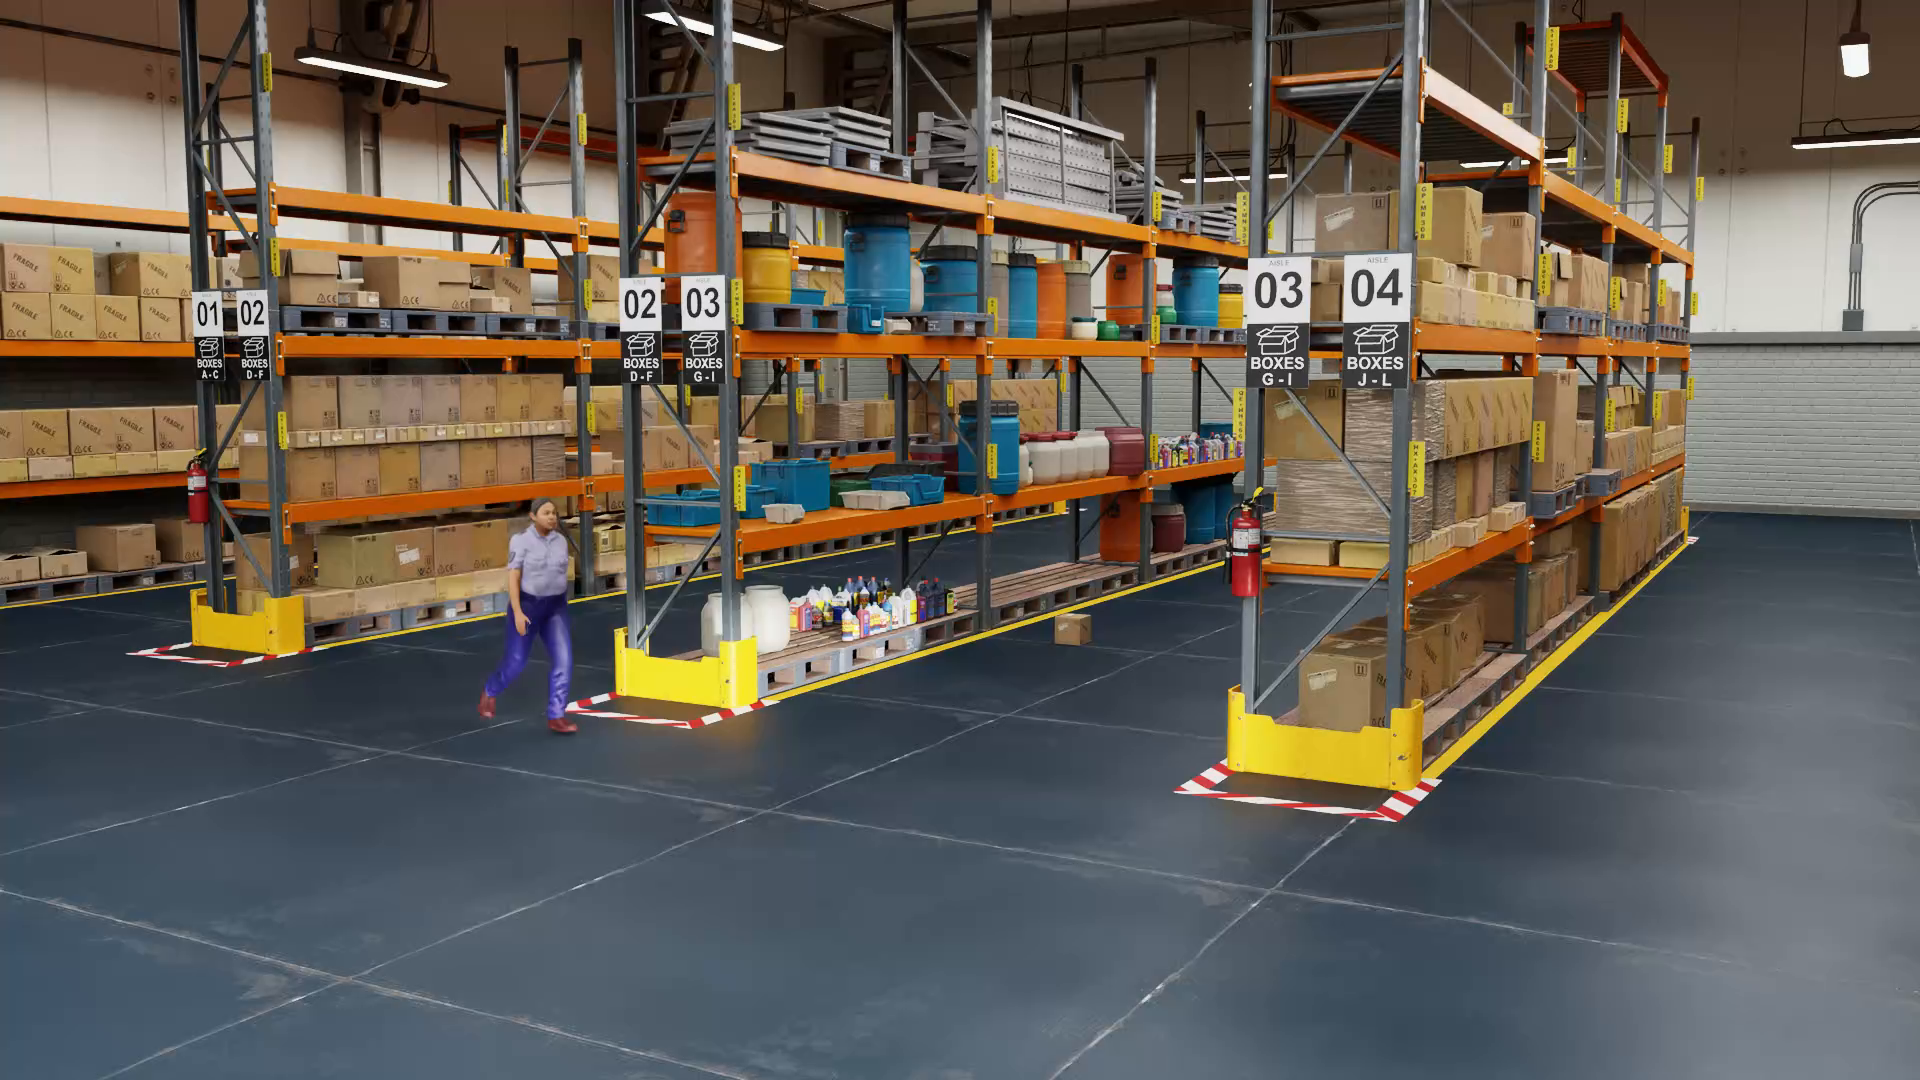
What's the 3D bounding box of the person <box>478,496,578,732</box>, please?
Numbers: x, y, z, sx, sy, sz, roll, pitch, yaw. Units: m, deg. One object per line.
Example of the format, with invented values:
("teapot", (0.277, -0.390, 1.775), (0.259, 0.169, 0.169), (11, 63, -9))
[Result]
("person", (-2.994, 0.505, 11.614), (0.836, 1.607, 0.545), (6, 8, 44))
